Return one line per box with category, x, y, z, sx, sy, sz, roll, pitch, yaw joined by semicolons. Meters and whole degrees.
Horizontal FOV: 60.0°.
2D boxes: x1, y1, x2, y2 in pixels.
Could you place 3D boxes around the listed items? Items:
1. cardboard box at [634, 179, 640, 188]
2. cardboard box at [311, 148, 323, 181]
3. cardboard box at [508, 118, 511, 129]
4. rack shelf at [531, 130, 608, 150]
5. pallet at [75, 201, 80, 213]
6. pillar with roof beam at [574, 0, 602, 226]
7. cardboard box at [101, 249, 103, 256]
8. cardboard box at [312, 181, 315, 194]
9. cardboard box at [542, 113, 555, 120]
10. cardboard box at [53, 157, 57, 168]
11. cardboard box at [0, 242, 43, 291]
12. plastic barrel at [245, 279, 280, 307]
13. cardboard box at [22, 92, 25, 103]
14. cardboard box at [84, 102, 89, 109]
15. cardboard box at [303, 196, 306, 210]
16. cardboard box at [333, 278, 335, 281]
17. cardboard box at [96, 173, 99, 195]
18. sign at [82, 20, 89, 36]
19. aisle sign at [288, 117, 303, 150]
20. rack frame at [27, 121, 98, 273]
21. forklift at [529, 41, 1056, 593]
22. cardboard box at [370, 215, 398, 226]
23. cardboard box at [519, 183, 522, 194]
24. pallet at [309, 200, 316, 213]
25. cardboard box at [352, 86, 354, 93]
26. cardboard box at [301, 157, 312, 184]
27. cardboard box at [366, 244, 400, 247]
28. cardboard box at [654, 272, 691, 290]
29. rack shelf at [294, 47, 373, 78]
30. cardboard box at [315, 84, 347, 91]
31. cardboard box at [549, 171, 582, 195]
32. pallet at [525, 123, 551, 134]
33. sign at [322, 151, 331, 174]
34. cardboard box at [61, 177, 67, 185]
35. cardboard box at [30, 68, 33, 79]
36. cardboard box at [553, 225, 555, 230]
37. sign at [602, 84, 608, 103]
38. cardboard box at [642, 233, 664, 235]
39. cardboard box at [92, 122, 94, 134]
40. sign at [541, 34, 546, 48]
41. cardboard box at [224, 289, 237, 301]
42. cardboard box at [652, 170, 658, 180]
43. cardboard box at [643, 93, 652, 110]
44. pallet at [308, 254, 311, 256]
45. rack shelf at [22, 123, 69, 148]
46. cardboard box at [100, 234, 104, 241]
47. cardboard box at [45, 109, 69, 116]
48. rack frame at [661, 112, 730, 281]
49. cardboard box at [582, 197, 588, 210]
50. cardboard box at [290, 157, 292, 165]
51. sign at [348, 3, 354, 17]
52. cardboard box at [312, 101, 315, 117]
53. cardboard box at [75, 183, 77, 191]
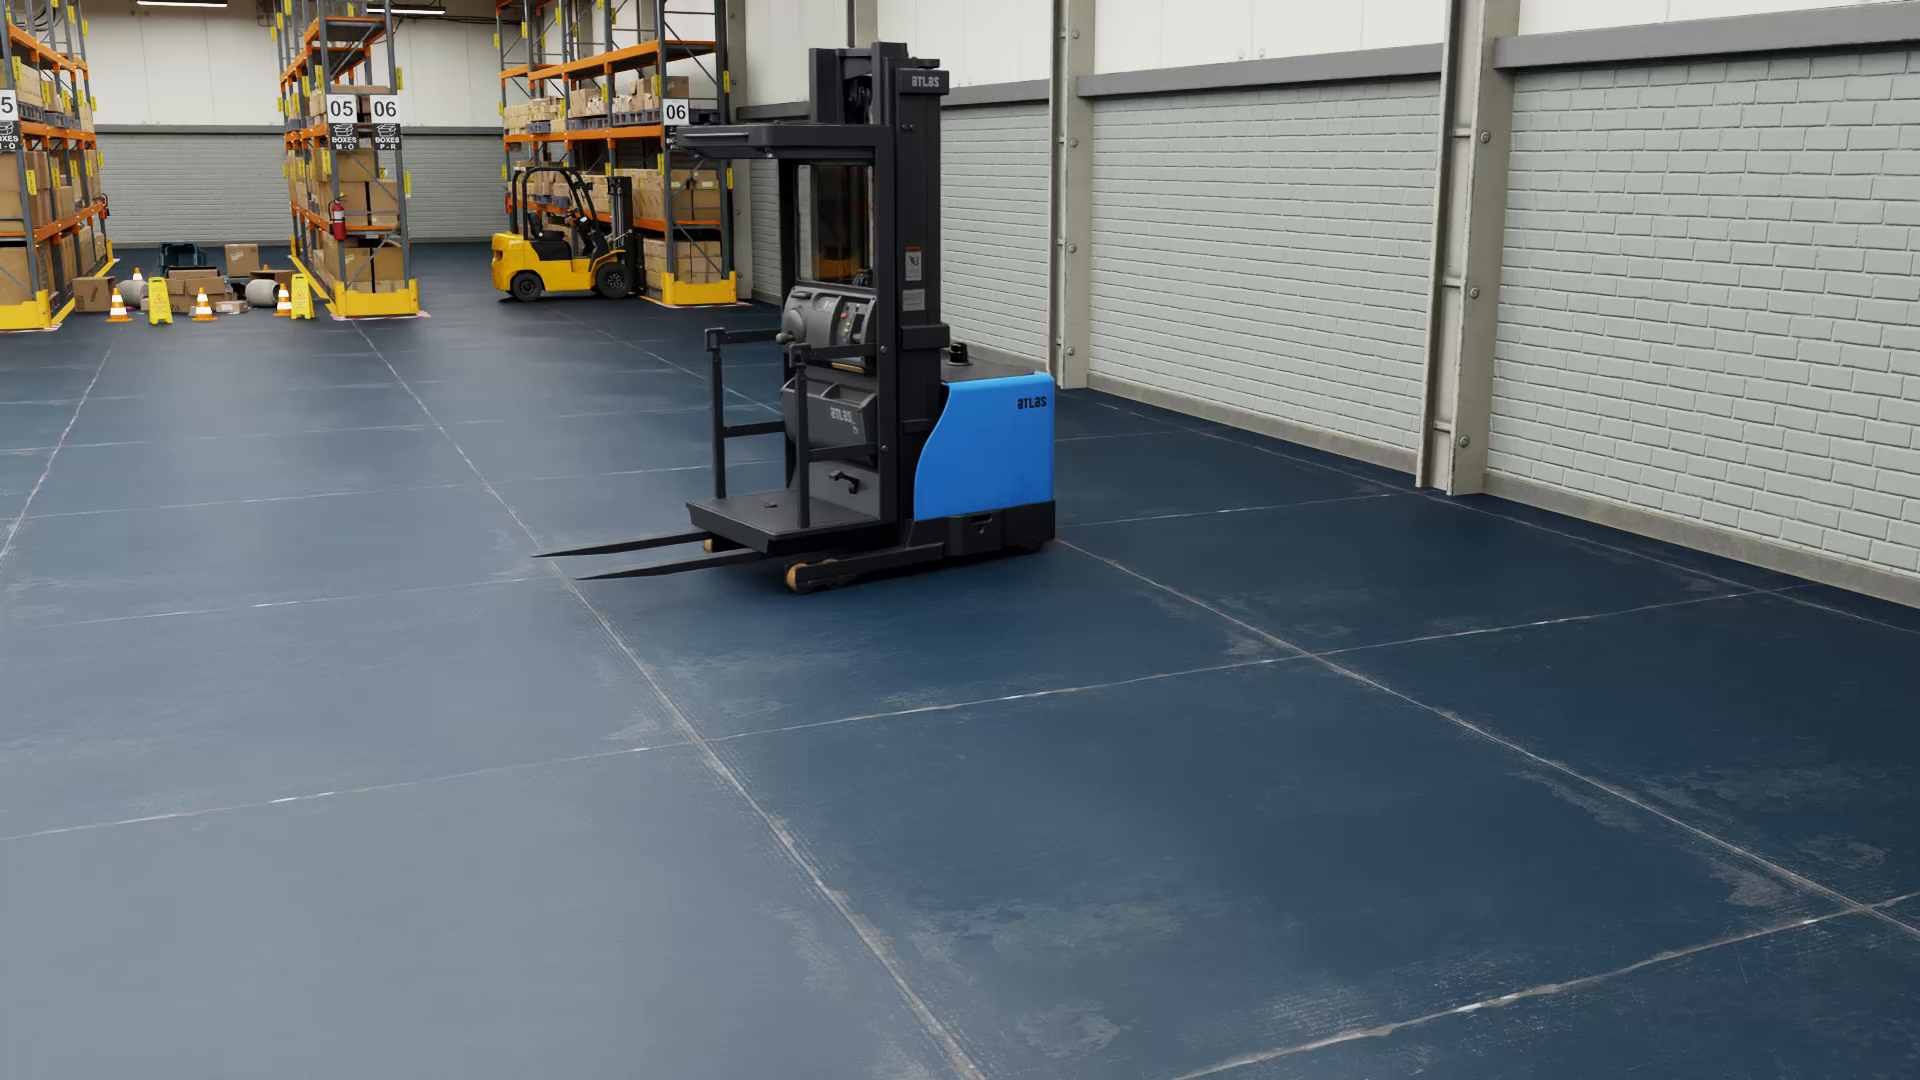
cardboard box;-5.348;-6.102;28.423;0.380;0.149;0.250;-6;14;-24
cardboard box;-9.679;-5.841;25.855;0.700;0.500;0.500;-6;14;-24
cardboard box;-10.493;-9.941;39.691;0.500;0.250;0.500;-5;14;-22
rack shelf;-8.240;-8.499;35.382;1.077;0.370;4.000;-6;14;-23
pallet;-16.863;-6.102;30.507;1.213;0.211;1.003;-6;14;-23
pillar with roof beam;-12.438;-10.560;36.041;9.100;9.000;0.400;-6;14;-23
cardboard box;-18.789;-6.233;36.040;0.380;0.149;0.250;-6;14;-25
cardboard box;-11.389;-6.490;29.945;0.500;0.500;0.500;-6;14;-25
cardboard box;-8.646;-8.981;35.271;0.380;0.149;0.250;-5;14;-22
cardboard box;-16.105;-6.395;28.911;0.700;0.500;0.500;-6;14;-24
cardboard box;-13.962;-3.890;24.306;0.875;0.875;0.875;-6;14;-24
plastic barrel;-10.995;-3.908;26.315;0.512;0.421;0.421;4;14;16
cardboard box;-13.322;-6.201;23.263;0.380;0.149;0.250;-6;14;-23
cardboard box;-18.965;-9.337;35.747;0.380;0.149;0.250;-5;14;-22
cardboard box;-12.644;-6.638;32.730;0.500;0.250;0.500;-5;14;-22
cardboard box;-9.551;-3.988;26.116;0.500;0.250;0.500;-6;14;-23
cardboard box;-19.067;-7.728;36.225;0.500;0.500;0.500;-6;14;-24
sign;-19.168;-11.211;36.431;0.100;0.325;0.005;-6;14;-23
aisle sign;-15.484;-9.434;38.712;0.394;0.787;0.004;-6;14;-23
rack frame;-18.082;-6.884;33.462;1.000;3.000;0.127;-6;14;-23
forklift;-0.919;-1.270;9.356;3.031;2.935;1.130;-9;16;-34
cardboard box;-8.727;-4.839;25.184;0.380;0.149;0.250;-6;14;-23
cardboard box;-10.076;-8.269;39.119;0.500;0.250;0.500;-6;14;-24
pallet;-11.602;-6.295;31.340;1.213;0.211;1.003;-6;14;-23
cardboard box;-9.254;-6.700;24.804;0.380;0.149;0.250;-5;14;-22
cardboard box;-12.432;-7.145;32.148;0.500;0.500;0.500;-6;14;-24
cardboard box;-9.074;-4.407;26.264;0.500;0.500;0.500;-6;14;-25
cardboard box;-4.711;-4.255;27.271;0.500;0.250;0.500;-6;14;-23
rack shelf;-11.184;-8.490;29.577;1.077;0.370;4.000;-6;14;-23
cardboard box;-10.732;-7.644;28.385;0.500;0.250;0.500;-5;14;-22
cardboard box;-8.262;-7.550;35.179;0.797;0.503;0.637;-6;14;-24
pallet;-8.844;-9.030;36.497;1.213;0.211;1.003;-6;14;-23
sign;-9.297;-5.545;24.407;0.100;0.325;0.005;-6;14;-23
cardboard box;-16.489;-6.544;30.297;0.380;0.149;0.250;-6;14;-23
cardboard box;-14.032;-6.956;24.756;0.380;0.149;0.250;-6;14;-23
cardboard box;-8.658;-6.793;36.243;0.380;0.149;0.250;-6;14;-23
sign;-6.329;-7.964;29.630;0.100;0.325;0.005;-6;14;-23
cardboard box;-5.462;-5.416;30.069;0.500;0.250;0.500;-5;14;-22
cardboard box;-19.260;-9.029;36.408;0.500;0.250;0.500;-6;14;-24
sign;-10.126;-12.128;40.394;0.100;0.325;0.005;-6;14;-23
cardboard box;-12.023;-4.005;27.086;0.396;0.266;0.258;6;14;26
cardboard box;-4.827;-5.986;27.263;0.380;0.149;0.250;-5;14;-22
cardboard box;-4.946;-7.167;27.178;0.396;0.266;0.258;-6;14;-23
pallet;-13.820;-6.158;36.507;1.003;0.211;1.213;-6;14;-23
rack shelf;-15.679;-6.755;27.848;1.077;0.370;4.000;-6;14;-23
cardboard box;-18.972;-6.630;36.437;0.380;0.149;0.250;-6;14;-24
cardboard box;-16.465;-7.710;30.155;0.500;0.500;0.500;-6;14;-23
rack frame;-4.234;-5.322;26.712;1.000;3.000;0.127;-6;14;-23
cardboard box;-7.075;-6.578;32.471;0.500;0.250;0.500;-6;14;-25
cardboard box;-14.438;-8.170;36.580;0.500;0.500;0.500;-5;14;-22
sign;-11.492;-9.993;31.343;0.100;0.325;0.005;-6;14;-23
cardboard box;-10.242;-7.011;27.031;0.500;0.250;0.500;-6;14;-23
cardboard box;-17.322;-6.831;32.198;0.380;0.149;0.250;-6;15;-26
